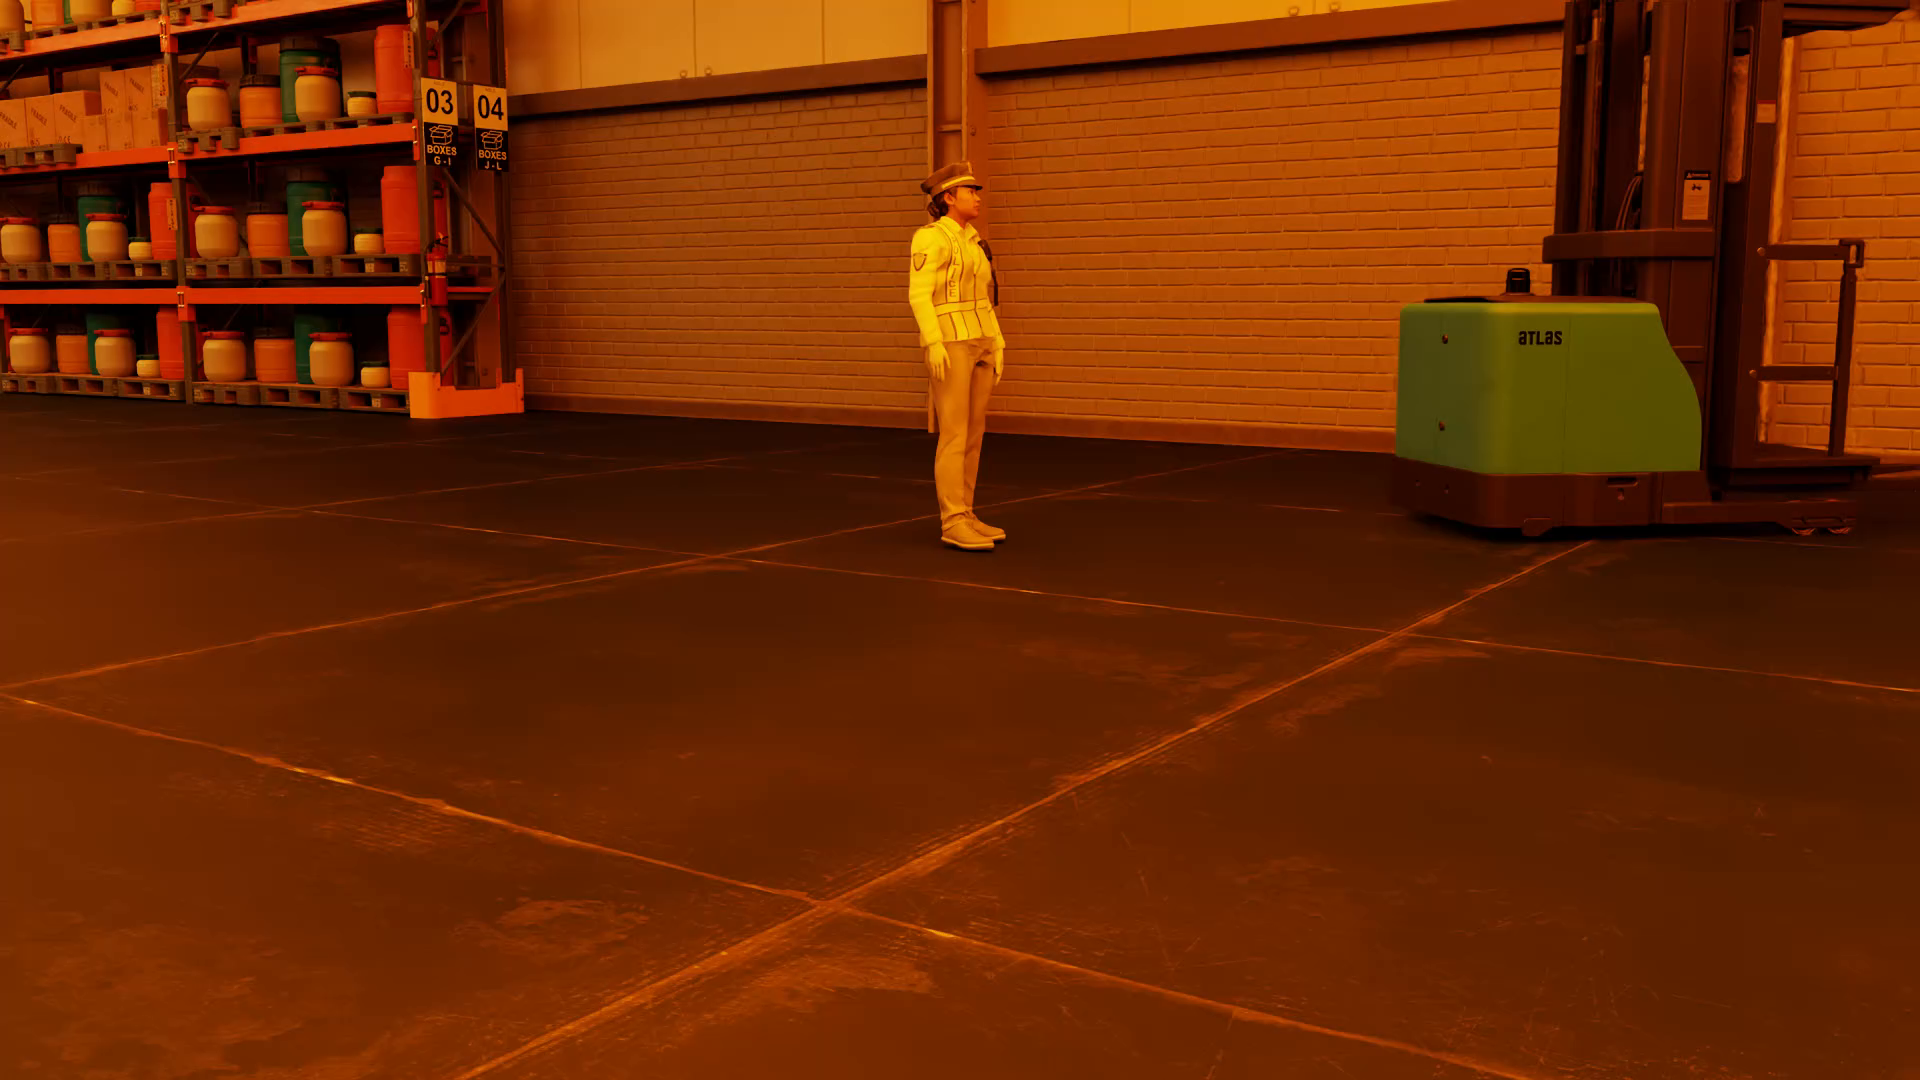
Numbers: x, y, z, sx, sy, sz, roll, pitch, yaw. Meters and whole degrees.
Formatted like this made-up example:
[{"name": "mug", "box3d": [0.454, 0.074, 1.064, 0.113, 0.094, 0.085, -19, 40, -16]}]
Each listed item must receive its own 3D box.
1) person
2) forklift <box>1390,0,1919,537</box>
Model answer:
[{"name": "person", "box3d": [0.052, -0.840, 7.441, 0.534, 1.696, 0.587, 5, 10, 34]}, {"name": "forklift", "box3d": [3.739, -1.543, 8.046, 3.031, 2.935, 1.130, -2, 8, -11]}]
